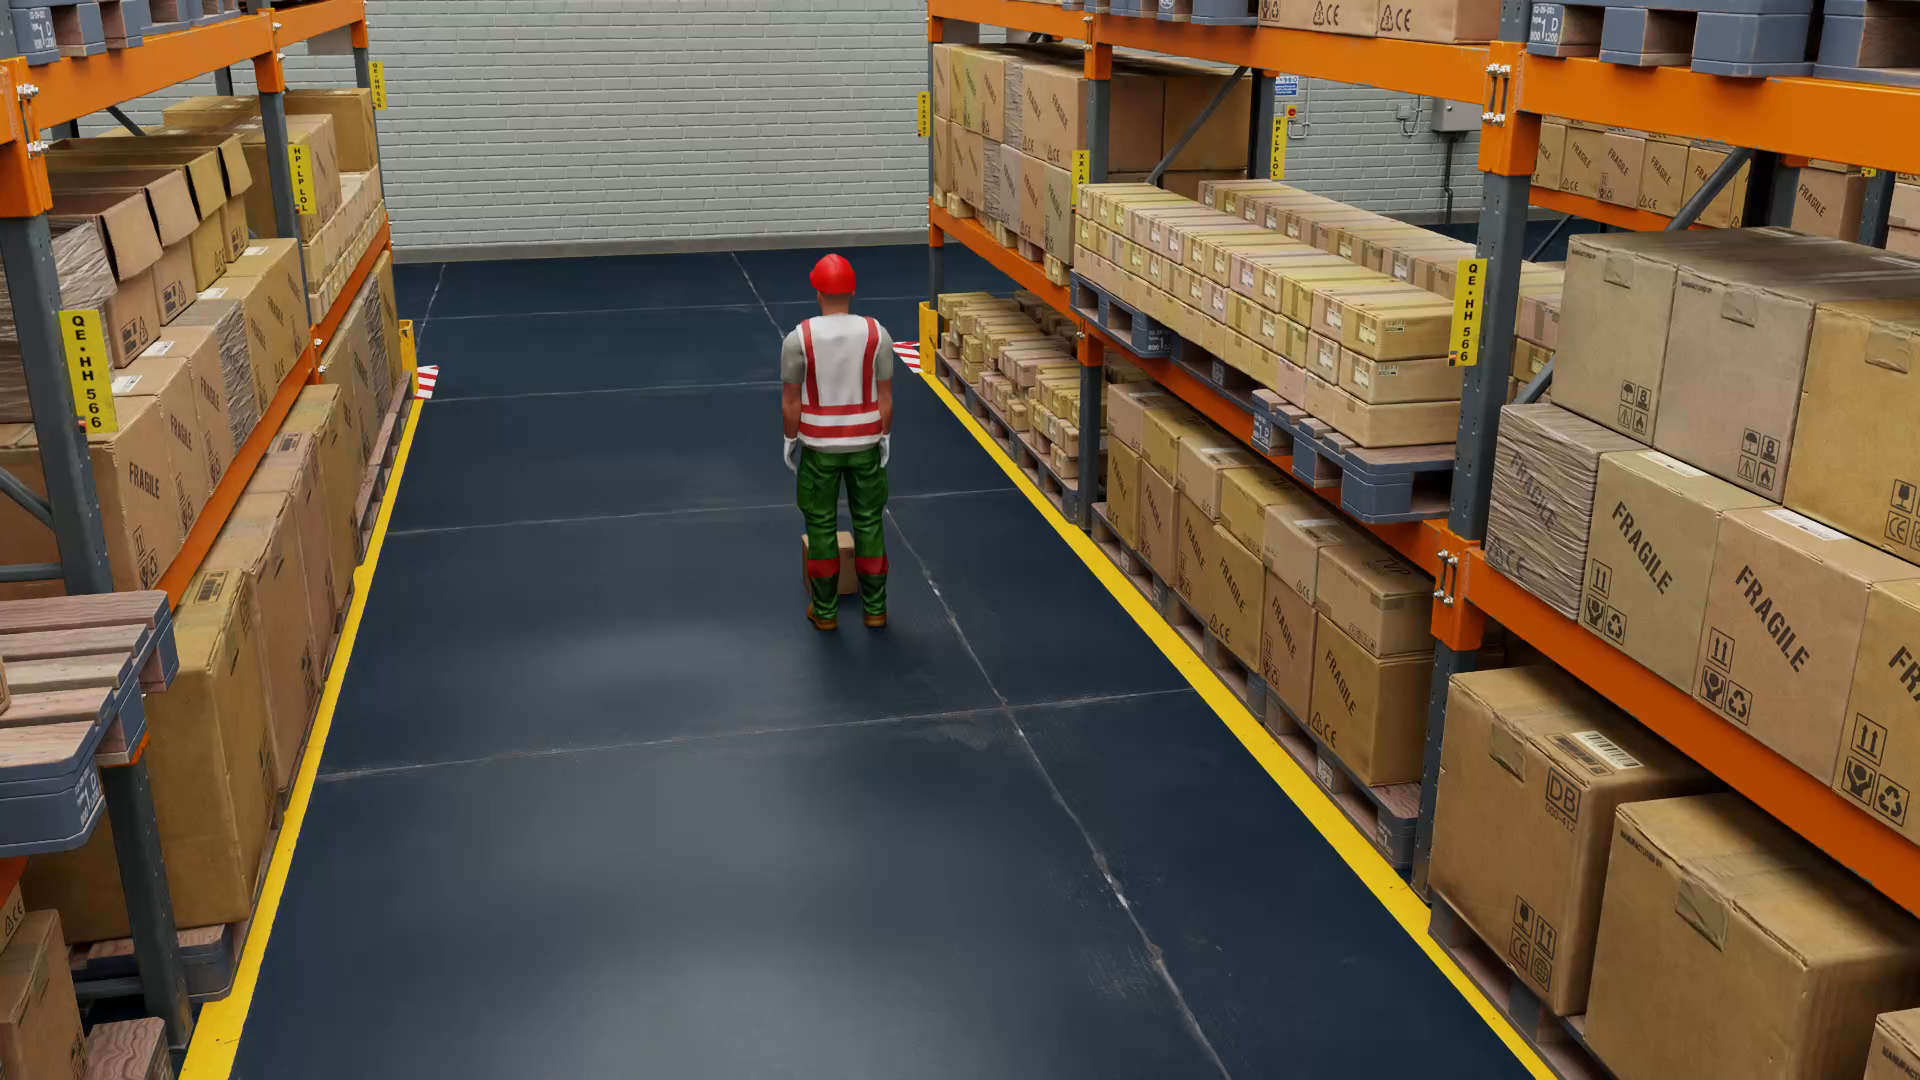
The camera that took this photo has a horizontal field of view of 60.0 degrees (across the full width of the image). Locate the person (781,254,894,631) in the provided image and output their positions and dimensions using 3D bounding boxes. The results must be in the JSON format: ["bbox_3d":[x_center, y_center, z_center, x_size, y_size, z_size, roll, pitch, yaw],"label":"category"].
[{"bbox_3d":[-0.572,-0.445,7.812,0.524,1.806,0.349,-4,20,-11],"label":"person"}]
